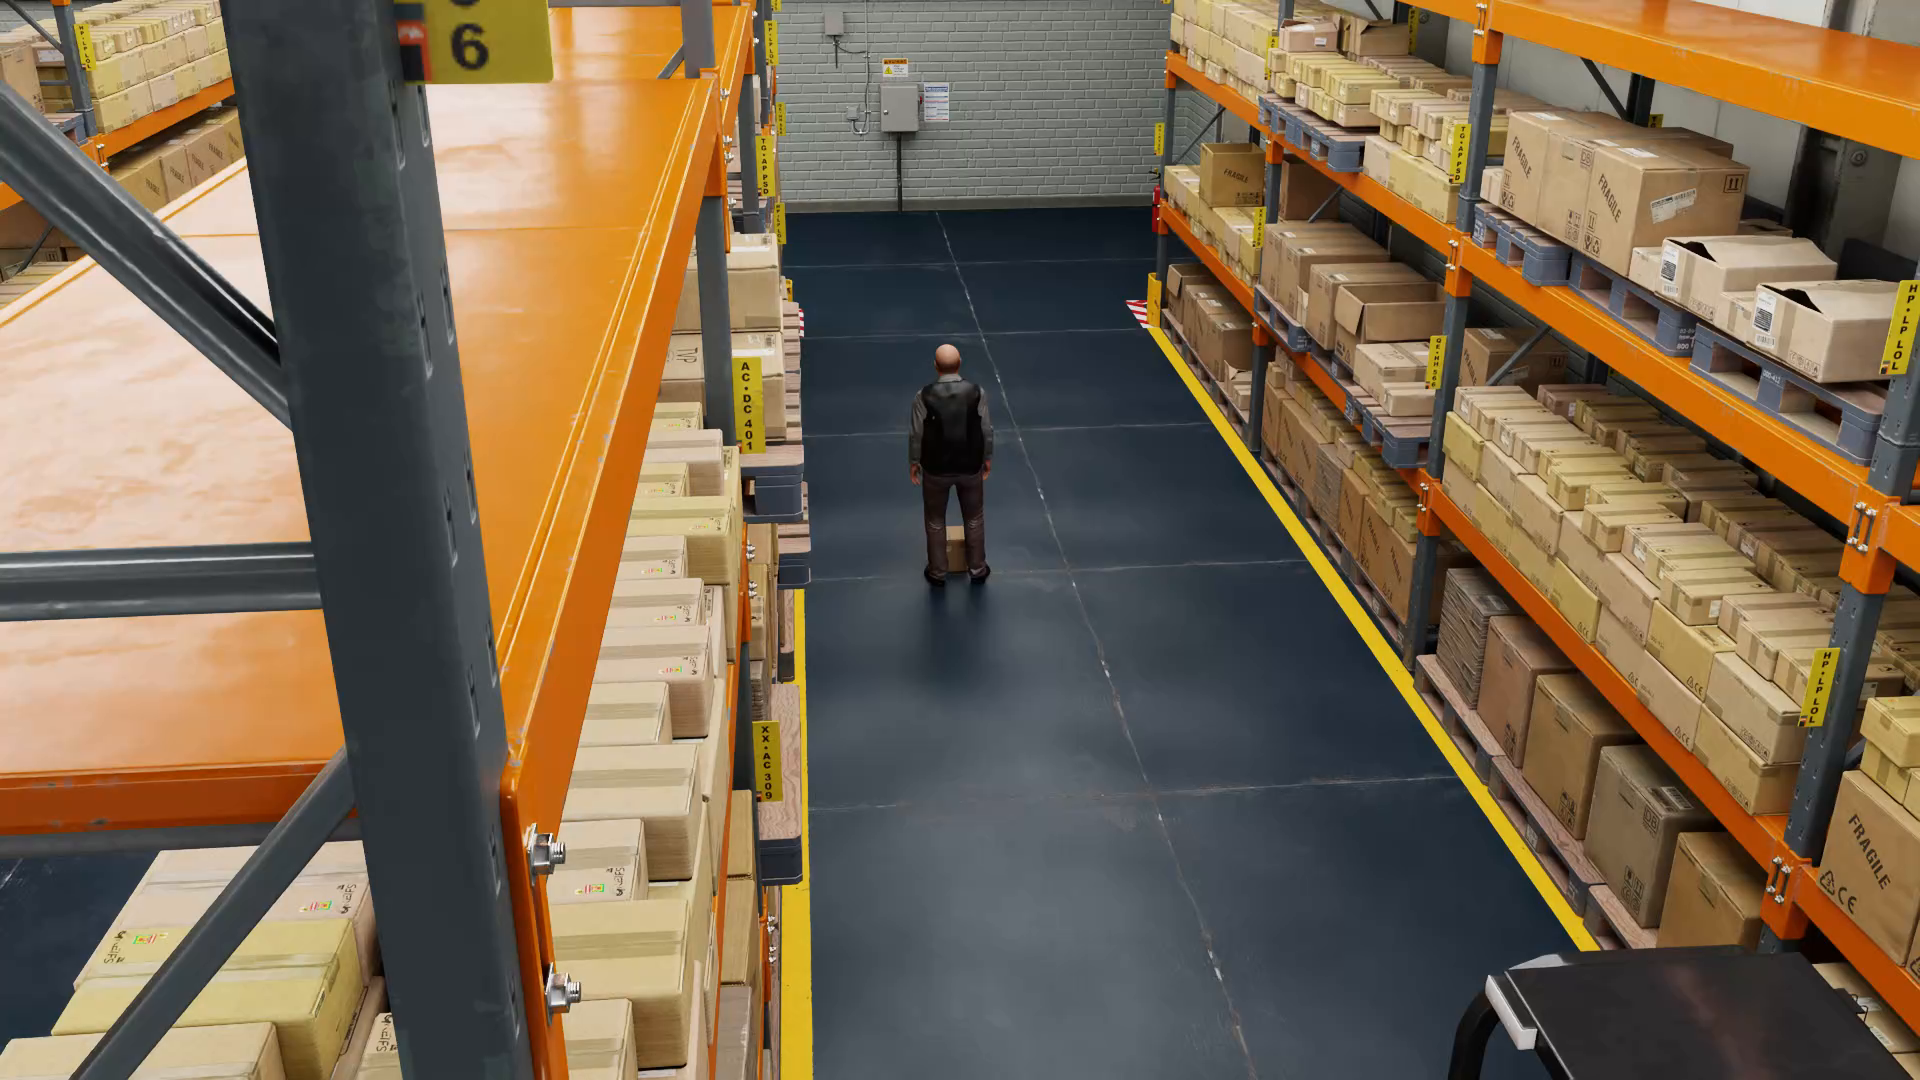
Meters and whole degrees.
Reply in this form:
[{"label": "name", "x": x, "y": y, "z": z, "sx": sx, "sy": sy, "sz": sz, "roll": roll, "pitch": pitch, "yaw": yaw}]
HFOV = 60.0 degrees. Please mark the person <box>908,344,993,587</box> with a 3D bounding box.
[{"label": "person", "x": -0.058, "y": -0.498, "z": 11.496, "sx": 0.591, "sy": 1.722, "sz": 0.410, "roll": -3, "pitch": 24, "yaw": -7}]
